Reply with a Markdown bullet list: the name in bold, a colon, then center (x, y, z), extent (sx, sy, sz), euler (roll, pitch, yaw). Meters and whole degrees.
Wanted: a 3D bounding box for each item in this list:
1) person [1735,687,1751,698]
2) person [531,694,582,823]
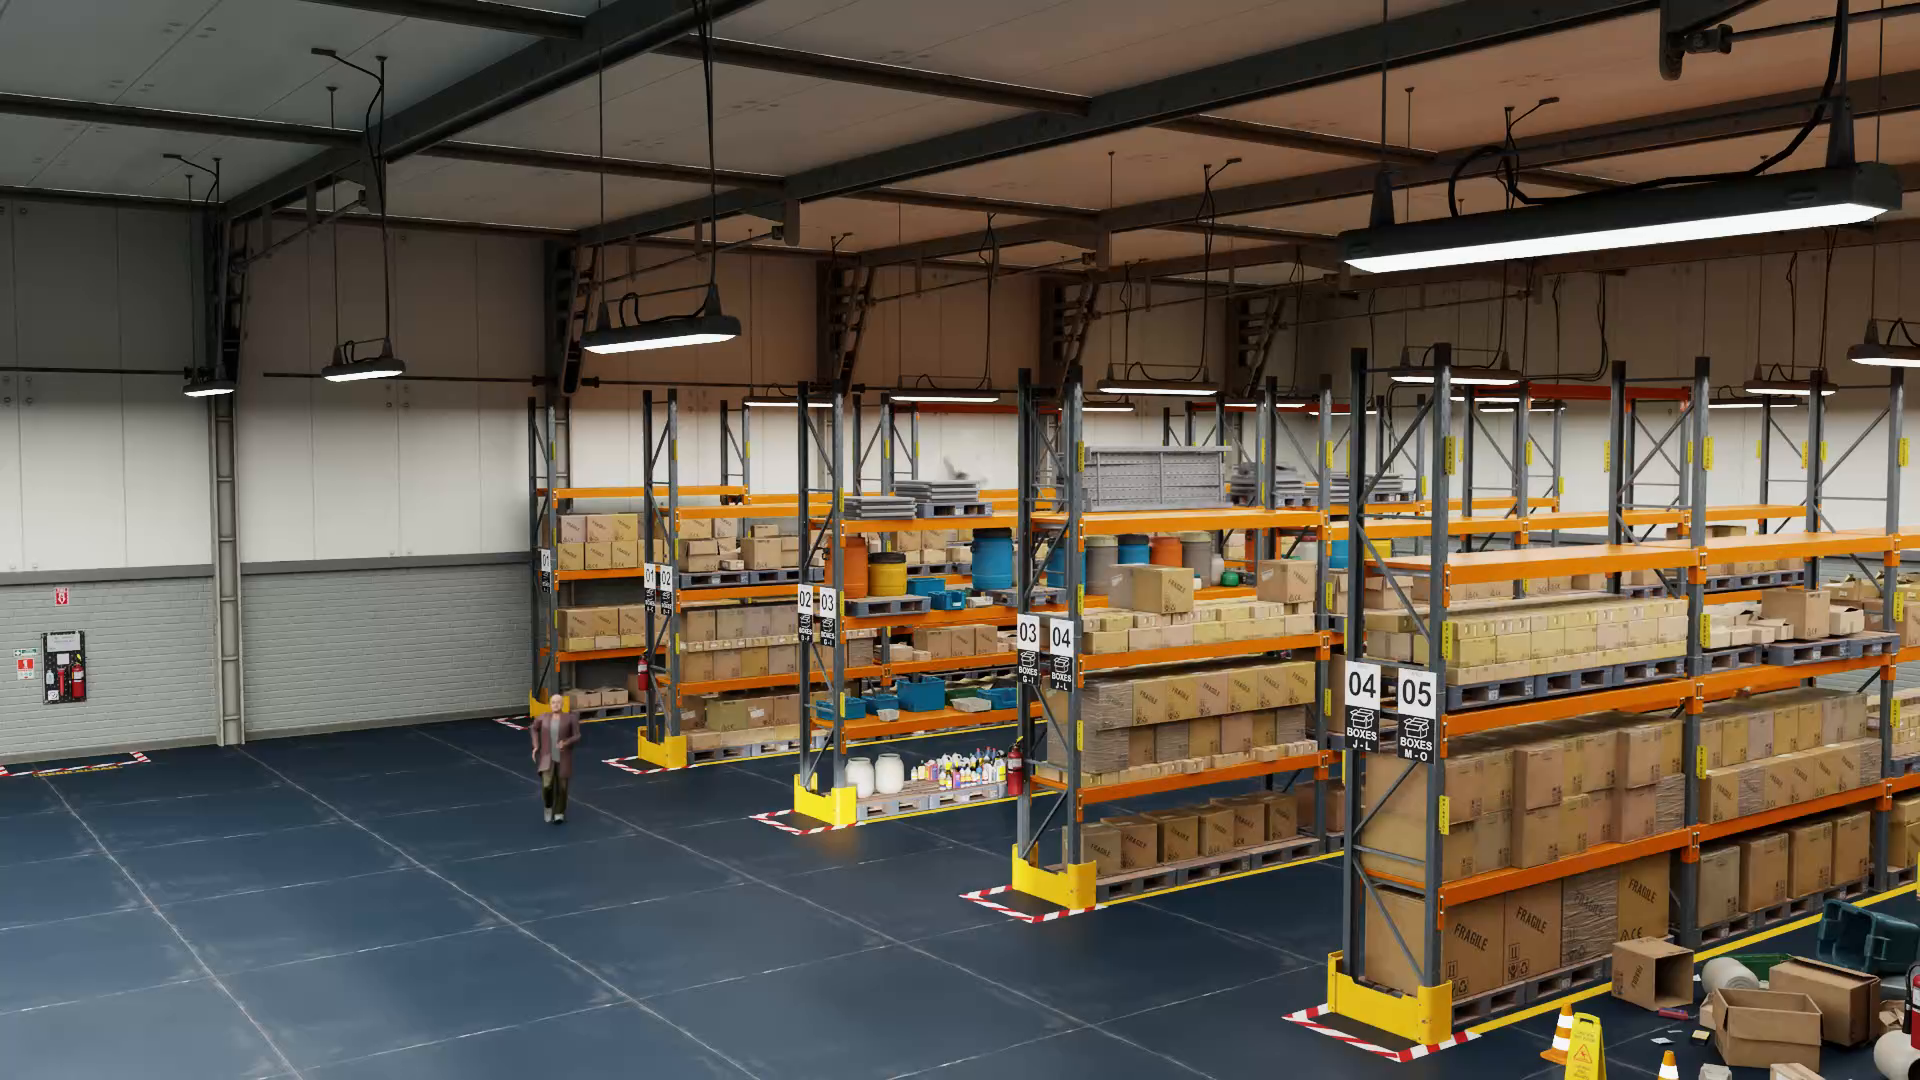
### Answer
- **person**: center (11.219, 2.895, 23.878), extent (0.790, 1.747, 0.700), euler (-3, 4, -39)
- **person**: center (-5.447, 2.954, 22.395), extent (0.691, 1.740, 0.692), euler (-1, 3, -10)
